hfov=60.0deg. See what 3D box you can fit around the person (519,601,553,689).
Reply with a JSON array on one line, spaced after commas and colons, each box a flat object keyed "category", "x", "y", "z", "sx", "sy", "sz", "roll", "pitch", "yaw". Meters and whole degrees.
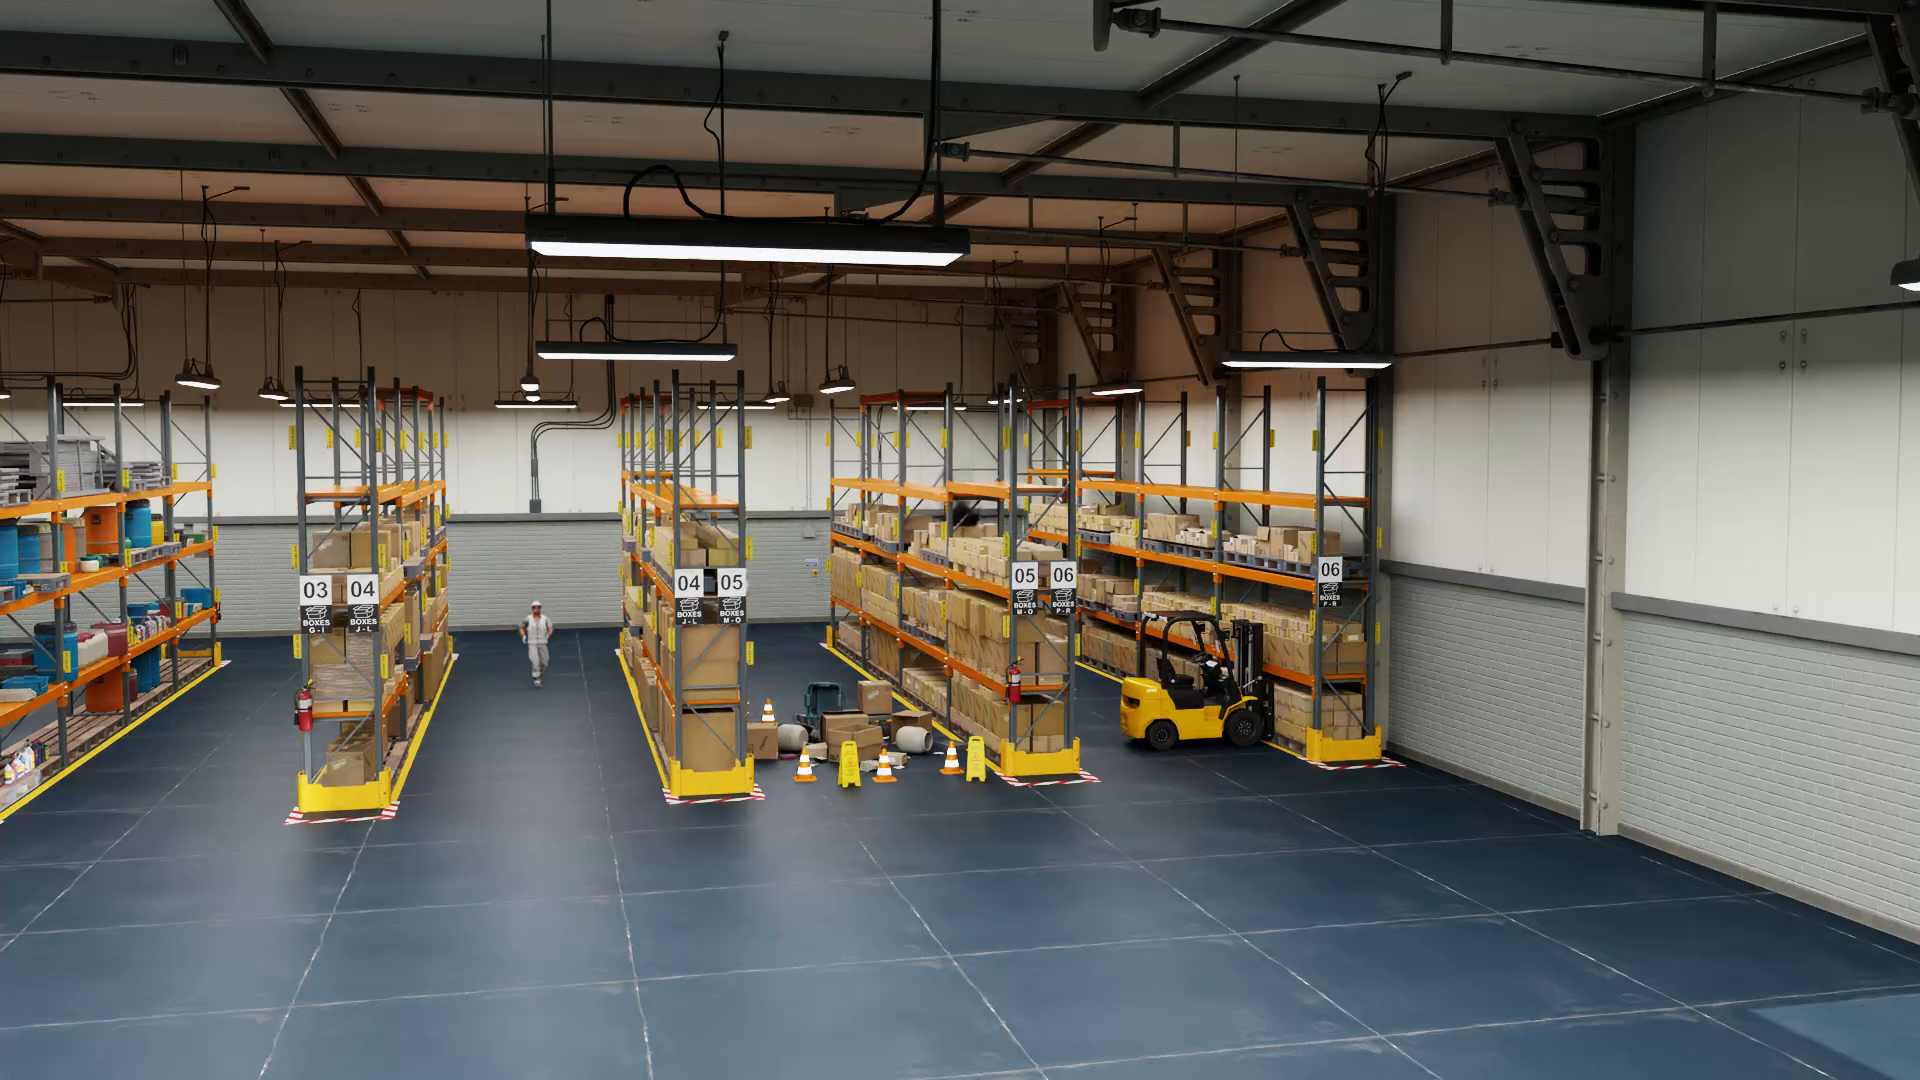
[{"category": "person", "x": -8.587, "y": 2.117, "z": 33.731, "sx": 0.663, "sy": 1.748, "sz": 0.780, "roll": -1, "pitch": 4, "yaw": -22}]
